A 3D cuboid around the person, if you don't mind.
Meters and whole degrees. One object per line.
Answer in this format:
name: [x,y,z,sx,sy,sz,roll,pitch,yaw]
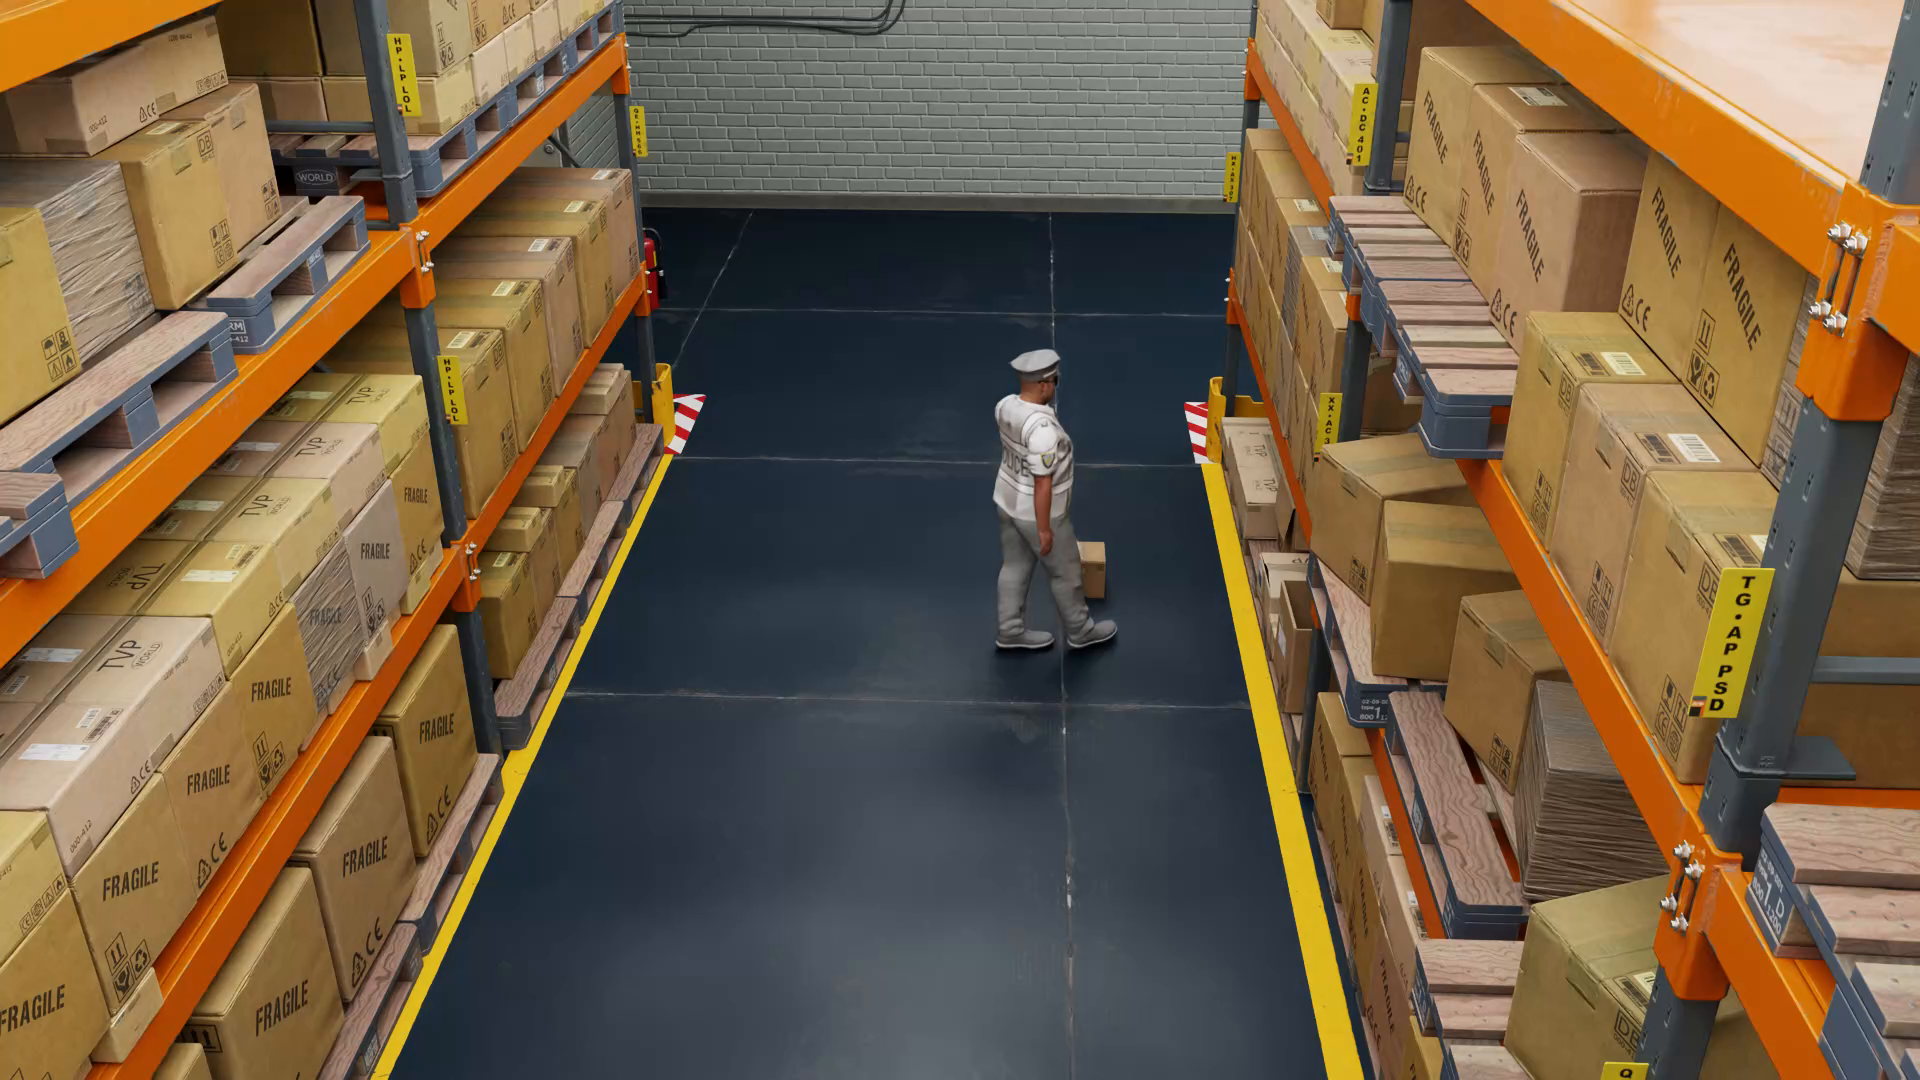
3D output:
person: [0.527,-0.213,9.004,0.682,1.740,0.523,-14,31,-24]
